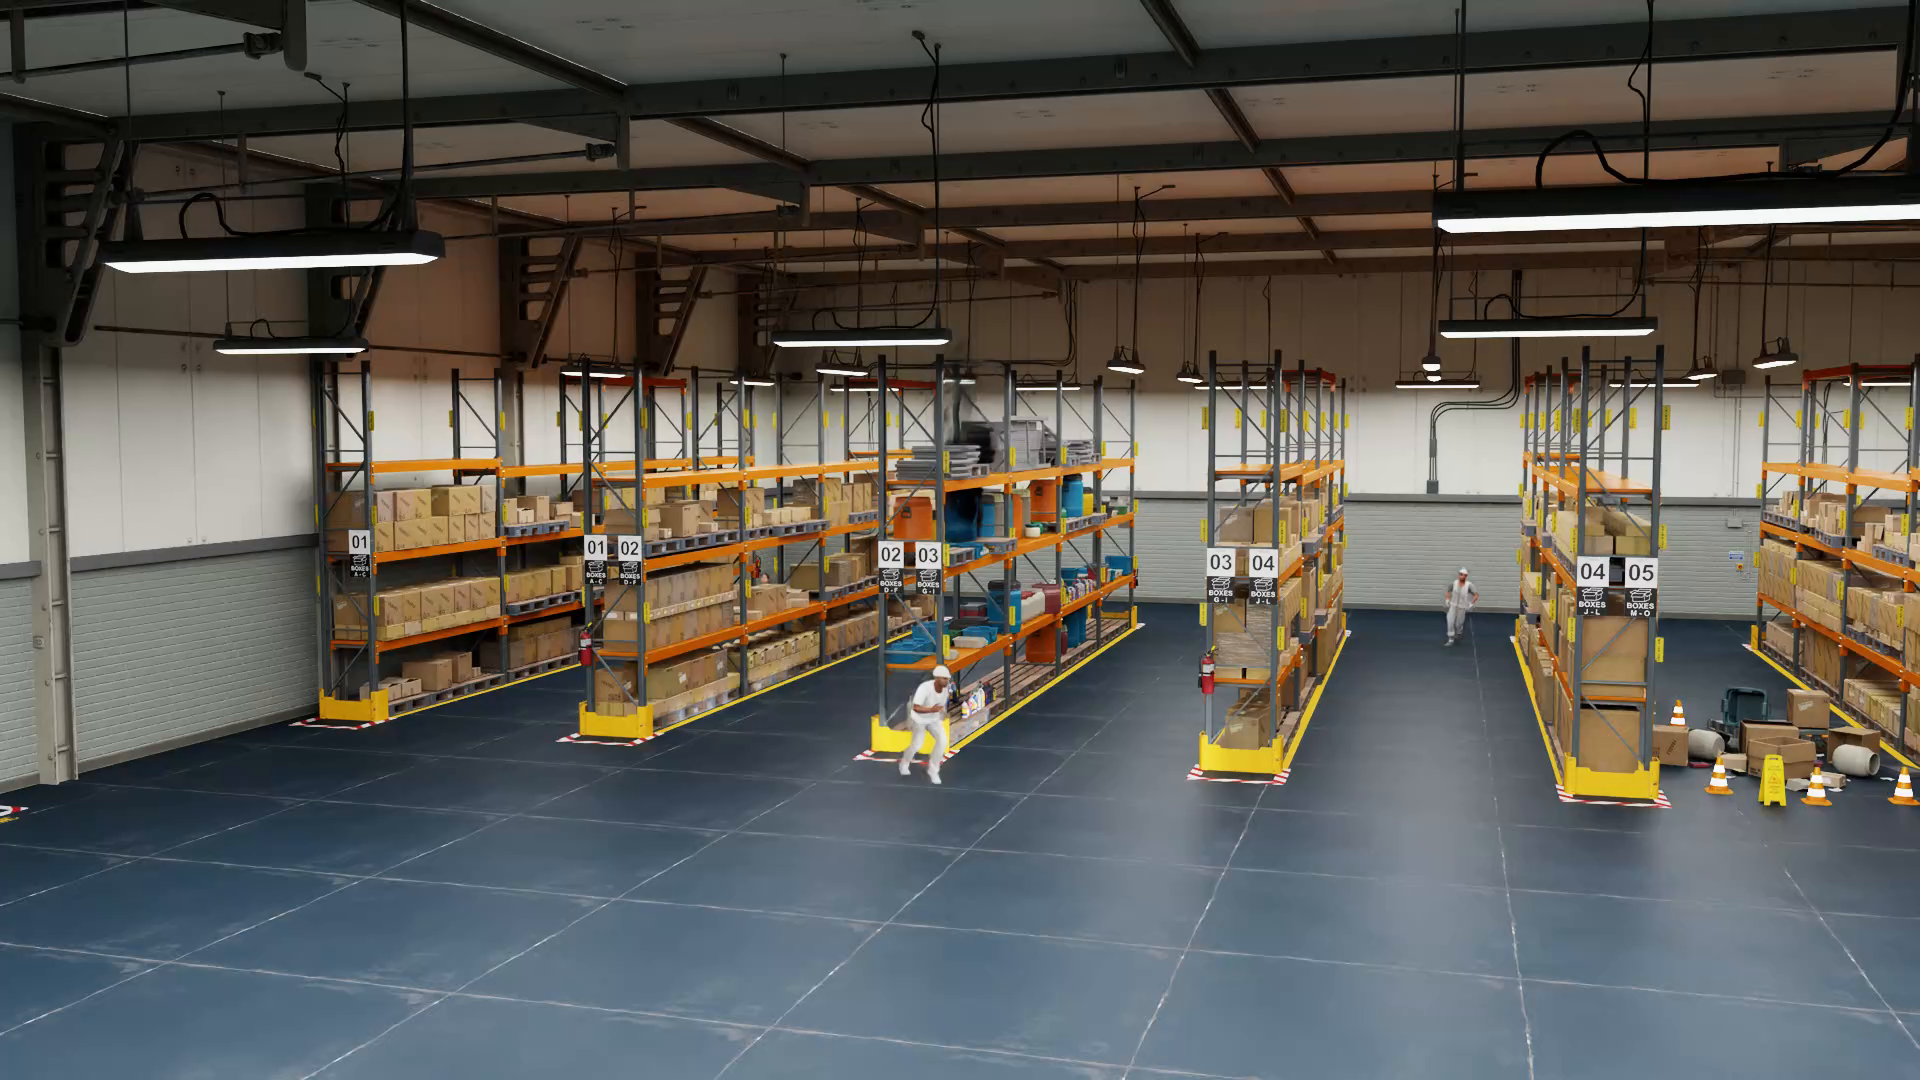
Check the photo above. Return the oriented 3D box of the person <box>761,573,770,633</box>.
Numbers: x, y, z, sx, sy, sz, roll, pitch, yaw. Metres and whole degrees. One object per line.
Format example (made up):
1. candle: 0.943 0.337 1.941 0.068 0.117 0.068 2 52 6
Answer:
1. person: -4.250 1.569 36.324 0.557 1.714 0.691 1 4 15

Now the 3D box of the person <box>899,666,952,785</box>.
1. person: -0.468 2.551 23.080 0.743 1.698 0.999 -4 6 -44

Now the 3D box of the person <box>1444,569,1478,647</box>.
1. person: 11.158 1.500 37.037 0.732 1.731 0.698 2 5 31
